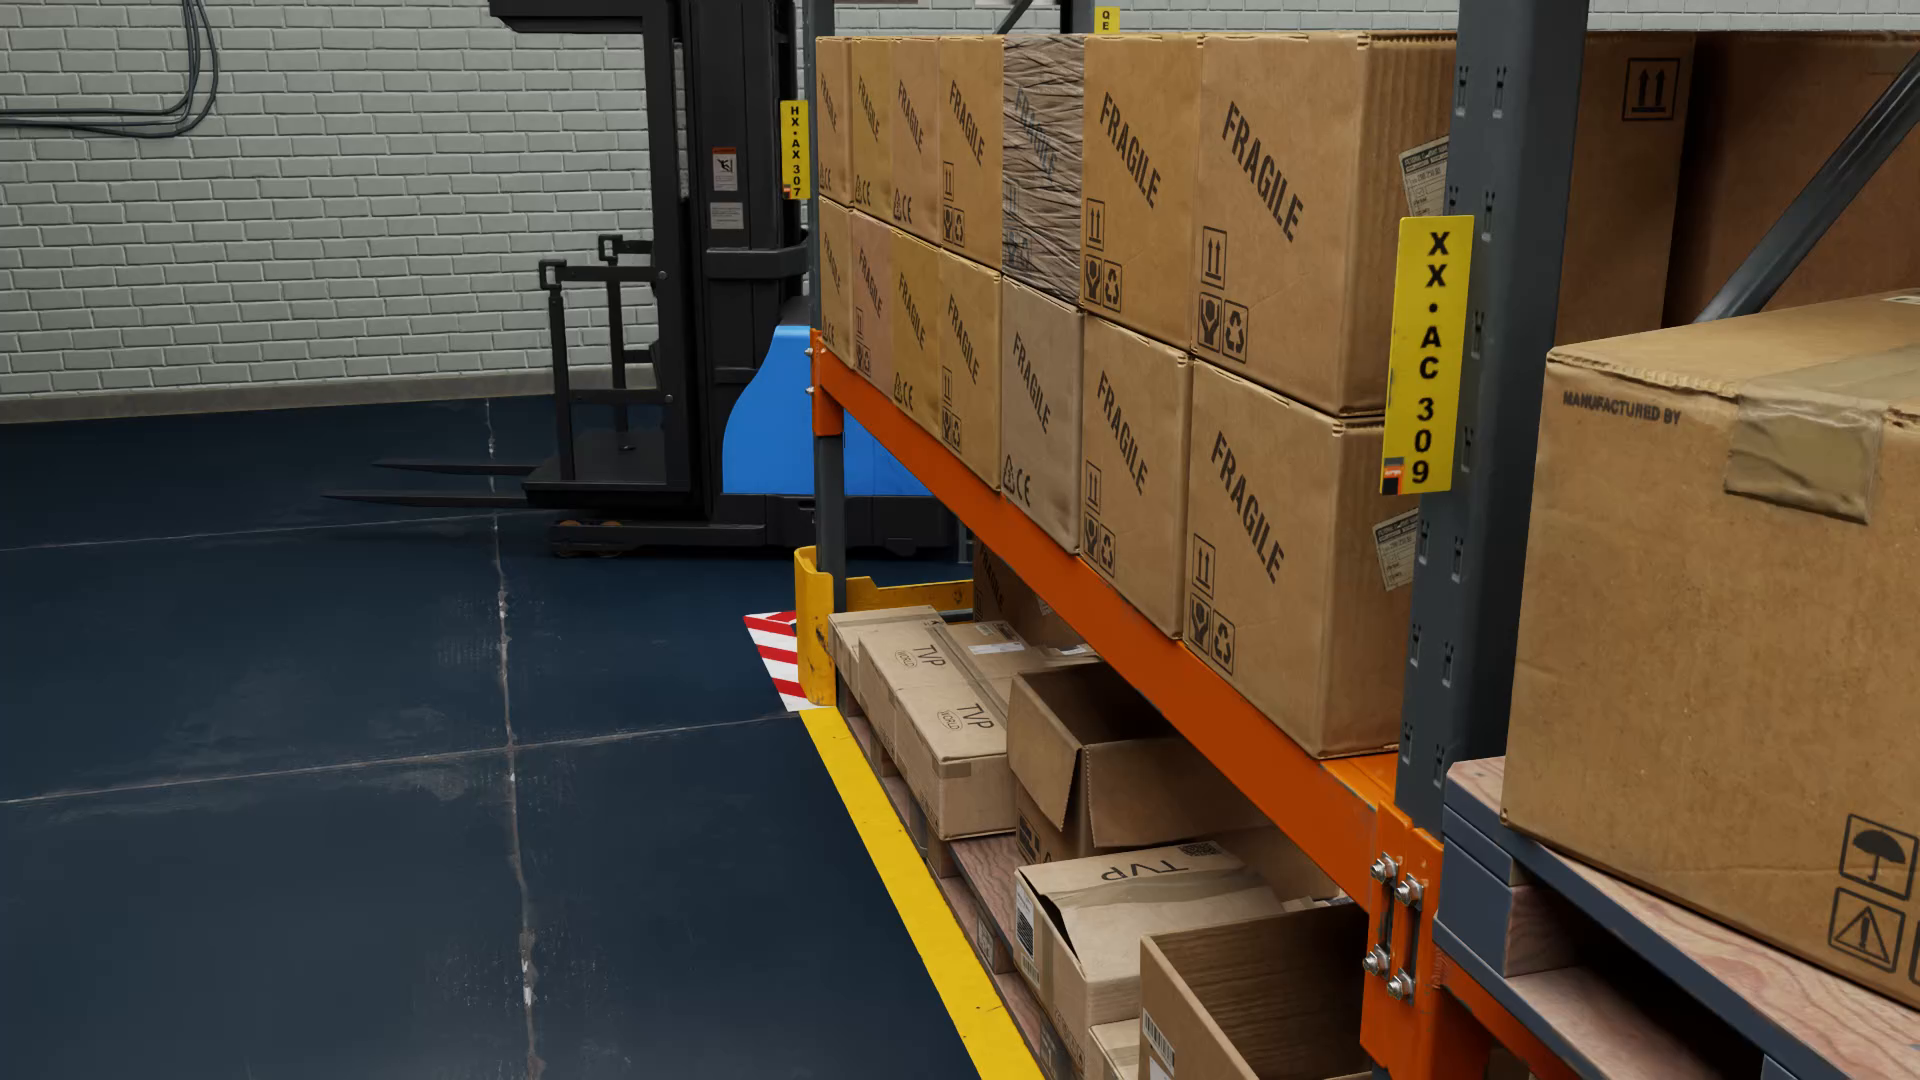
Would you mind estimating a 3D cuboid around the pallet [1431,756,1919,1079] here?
[{"bbox_3d":[1.182,0.478,1.479,1.003,0.211,1.213,-5,17,-15],"label":"pallet"}]

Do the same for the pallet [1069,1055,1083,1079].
[{"bbox_3d":[0.879,1.302,3.250,1.003,0.211,1.213,-5,17,-15],"label":"pallet"}]

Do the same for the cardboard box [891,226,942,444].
[{"bbox_3d":[0.118,-0.572,4.470,0.500,0.500,0.500,-5,17,-15],"label":"cardboard box"}]

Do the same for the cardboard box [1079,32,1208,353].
[{"bbox_3d":[0.536,-0.631,2.926,0.500,0.500,0.500,-5,17,-16],"label":"cardboard box"}]

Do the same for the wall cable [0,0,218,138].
[{"bbox_3d":[-6.005,-3.536,9.478,3.097,2.526,0.112,-5,17,-15],"label":"wall cable"}]

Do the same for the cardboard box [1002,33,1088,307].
[{"bbox_3d":[0.397,-0.770,3.390,0.500,0.500,0.500,-5,17,-15],"label":"cardboard box"}]

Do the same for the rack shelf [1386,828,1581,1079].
[{"bbox_3d":[1.617,1.055,0.478,1.077,0.370,4.000,-5,17,-15],"label":"rack shelf"}]

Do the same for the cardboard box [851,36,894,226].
[{"bbox_3d":[-0.013,-1.189,4.784,0.500,0.500,0.500,-5,17,-15],"label":"cardboard box"}]

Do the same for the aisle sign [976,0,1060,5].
[{"bbox_3d":[0.243,-2.238,5.669,0.394,0.787,0.004,-5,17,-15],"label":"aisle sign"}]

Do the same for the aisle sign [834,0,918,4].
[{"bbox_3d":[-0.333,-2.190,5.511,0.394,0.787,0.004,-5,17,-15],"label":"aisle sign"}]

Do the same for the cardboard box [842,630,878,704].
[{"bbox_3d":[-0.179,0.409,5.537,0.380,0.166,0.250,-5,17,-15],"label":"cardboard box"}]

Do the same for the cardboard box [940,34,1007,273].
[{"bbox_3d":[0.260,-0.909,3.854,0.500,0.500,0.500,-5,17,-16],"label":"cardboard box"}]

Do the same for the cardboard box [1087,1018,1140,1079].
[{"bbox_3d":[0.477,1.077,3.342,0.380,0.149,0.250,-5,17,-15],"label":"cardboard box"}]

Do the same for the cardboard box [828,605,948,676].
[{"bbox_3d":[-0.248,0.348,5.770,0.380,0.149,0.250,-5,17,-15],"label":"cardboard box"}]

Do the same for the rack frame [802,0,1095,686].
[{"bbox_3d":[-0.032,-0.950,5.899,1.000,3.000,0.127,-5,17,-15],"label":"rack frame"}]

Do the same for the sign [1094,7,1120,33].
[{"bbox_3d":[0.507,-1.694,5.815,0.100,0.325,0.005,-5,17,-15],"label":"sign"}]

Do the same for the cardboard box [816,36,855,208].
[{"bbox_3d":[-0.164,-1.333,5.263,0.500,0.500,0.500,-4,17,-14],"label":"cardboard box"}]

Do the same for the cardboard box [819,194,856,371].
[{"bbox_3d":[-0.164,-0.854,5.407,0.500,0.500,0.500,-4,17,-14],"label":"cardboard box"}]

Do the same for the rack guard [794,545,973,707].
[{"bbox_3d":[-0.011,0.269,6.189,1.175,0.500,0.348,-5,17,-15],"label":"rack guard"}]

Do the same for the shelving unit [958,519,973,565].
[{"bbox_3d":[0.225,-0.711,7.711,0.431,1.500,0.755,1,17,5],"label":"shelving unit"}]

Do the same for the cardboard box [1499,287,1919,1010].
[{"bbox_3d":[0.982,0.057,1.646,0.700,0.500,0.500,-12,20,-34],"label":"cardboard box"}]

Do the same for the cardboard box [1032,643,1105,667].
[{"bbox_3d":[0.379,0.447,5.411,0.380,0.166,0.250,-5,17,-15],"label":"cardboard box"}]

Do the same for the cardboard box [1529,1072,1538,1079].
[{"bbox_3d":[1.160,1.101,2.983,0.500,0.311,0.500,-5,17,-15],"label":"cardboard box"}]

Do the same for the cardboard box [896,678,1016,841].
[{"bbox_3d":[0.119,0.606,4.735,0.500,0.250,0.500,-5,17,-15],"label":"cardboard box"}]

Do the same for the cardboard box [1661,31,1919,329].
[{"bbox_3d":[1.208,-0.522,2.565,0.500,0.500,0.500,-4,17,-14],"label":"cardboard box"}]

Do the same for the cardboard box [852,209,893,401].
[{"bbox_3d":[-0.017,-0.712,4.933,0.500,0.500,0.500,-5,17,-16],"label":"cardboard box"}]

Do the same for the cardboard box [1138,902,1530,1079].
[{"bbox_3d":[0.638,1.008,2.962,0.500,0.500,0.500,-5,17,-15],"label":"cardboard box"}]

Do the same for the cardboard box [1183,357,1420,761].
[{"bbox_3d":[0.683,-0.009,2.594,0.500,0.500,0.500,-4,17,-14],"label":"cardboard box"}]

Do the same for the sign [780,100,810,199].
[{"bbox_3d":[-0.554,-1.321,5.632,0.100,0.325,0.005,-5,17,-15],"label":"sign"}]

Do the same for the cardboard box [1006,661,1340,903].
[{"bbox_3d":[0.546,0.622,4.240,0.797,0.503,0.637,-5,17,-15],"label":"cardboard box"}]

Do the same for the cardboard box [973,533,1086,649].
[{"bbox_3d":[0.354,0.168,5.760,0.500,0.500,0.500,-5,17,-15],"label":"cardboard box"}]

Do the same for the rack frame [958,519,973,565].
[{"bbox_3d":[0.193,-0.606,7.362,0.400,1.500,0.023,1,17,5],"label":"rack frame"}]

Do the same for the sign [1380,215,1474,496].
[{"bbox_3d":[0.547,-0.213,1.941,0.100,0.325,0.005,-5,17,-15],"label":"sign"}]

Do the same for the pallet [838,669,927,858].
[{"bbox_3d":[0.209,0.628,5.496,1.003,0.211,1.213,-5,17,-15],"label":"pallet"}]

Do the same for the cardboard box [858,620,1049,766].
[{"bbox_3d":[-0.018,0.468,5.196,0.500,0.250,0.500,-5,17,-15],"label":"cardboard box"}]

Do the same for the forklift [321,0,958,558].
[{"bbox_3d":[-1.503,-1.473,7.760,3.031,2.935,1.130,1,17,3],"label":"forklift"}]

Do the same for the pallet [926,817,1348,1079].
[{"bbox_3d":[0.540,0.964,4.375,1.003,0.211,1.213,-5,17,-15],"label":"pallet"}]

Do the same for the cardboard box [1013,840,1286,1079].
[{"bbox_3d":[0.432,0.891,3.680,0.500,0.311,0.500,-5,17,-15],"label":"cardboard box"}]

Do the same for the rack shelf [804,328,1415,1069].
[{"bbox_3d":[0.517,-0.052,4.161,1.077,0.370,4.000,-5,17,-15],"label":"rack shelf"}]

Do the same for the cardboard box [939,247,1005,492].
[{"bbox_3d":[0.254,-0.434,4.009,0.500,0.500,0.500,-4,17,-15],"label":"cardboard box"}]

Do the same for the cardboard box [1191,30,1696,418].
[{"bbox_3d":[0.679,-0.489,2.455,0.500,0.500,0.500,-5,17,-15],"label":"cardboard box"}]

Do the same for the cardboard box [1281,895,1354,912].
[{"bbox_3d":[0.912,0.931,3.797,0.380,0.166,0.250,-5,17,-15],"label":"cardboard box"}]

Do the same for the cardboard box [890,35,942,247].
[{"bbox_3d":[0.120,-1.050,4.322,0.500,0.500,0.500,-4,17,-14],"label":"cardboard box"}]

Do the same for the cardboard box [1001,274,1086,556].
[{"bbox_3d":[0.397,-0.293,3.541,0.500,0.500,0.500,-4,17,-14],"label":"cardboard box"}]

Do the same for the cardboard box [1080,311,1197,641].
[{"bbox_3d":[0.540,-0.151,3.069,0.500,0.500,0.500,-4,17,-14],"label":"cardboard box"}]
